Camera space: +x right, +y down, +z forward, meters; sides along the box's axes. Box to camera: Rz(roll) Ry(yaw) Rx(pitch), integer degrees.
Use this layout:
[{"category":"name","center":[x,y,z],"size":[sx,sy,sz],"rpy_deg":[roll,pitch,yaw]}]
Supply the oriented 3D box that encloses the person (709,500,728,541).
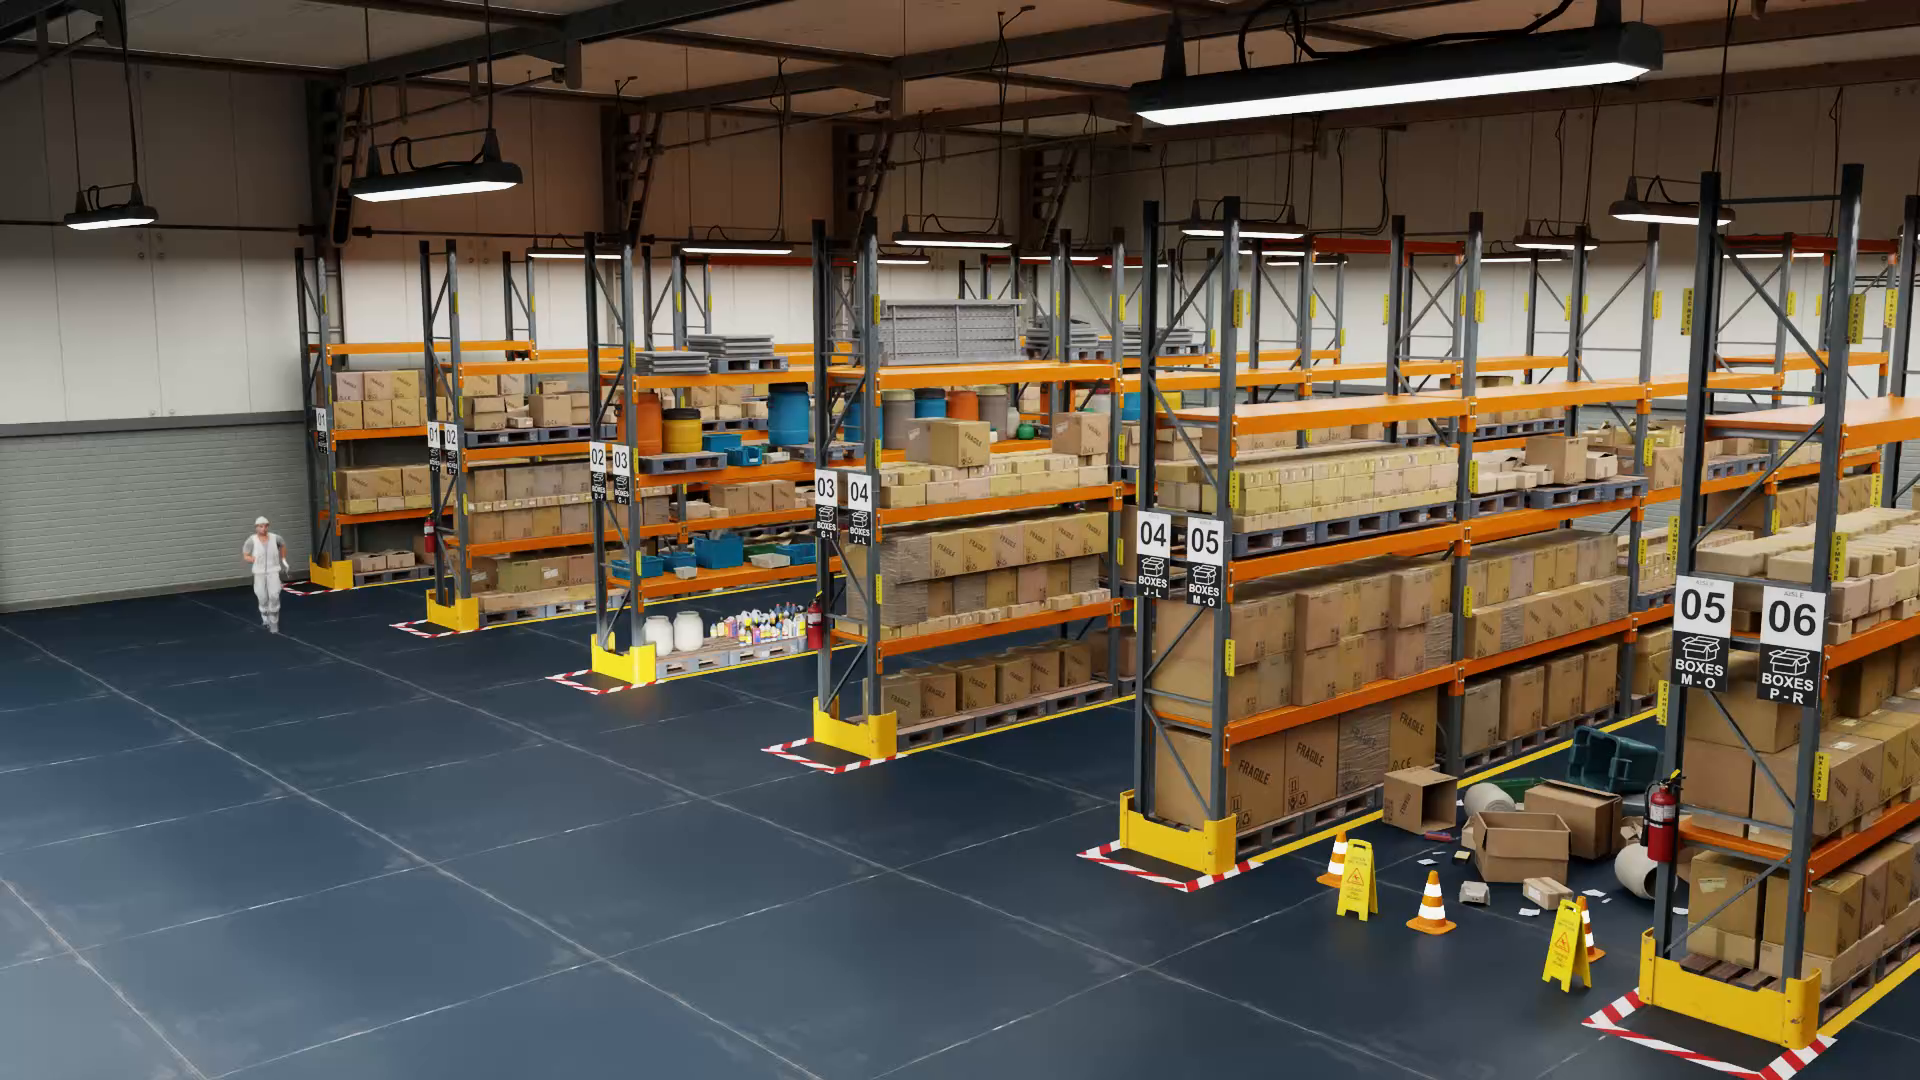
[{"category":"person","center":[-4.507,-0.231,31.415],"size":[0.632,1.650,0.584],"rpy_deg":[6,10,35]}]

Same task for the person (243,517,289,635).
[{"category":"person","center":[-10.658,0.545,25.556],"size":[0.626,1.828,0.842],"rpy_deg":[-3,9,-20]}]

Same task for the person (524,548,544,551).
[{"category":"person","center":[-7.482,0.076,29.092],"size":[0.700,1.693,0.615],"rpy_deg":[1,8,6]}]
